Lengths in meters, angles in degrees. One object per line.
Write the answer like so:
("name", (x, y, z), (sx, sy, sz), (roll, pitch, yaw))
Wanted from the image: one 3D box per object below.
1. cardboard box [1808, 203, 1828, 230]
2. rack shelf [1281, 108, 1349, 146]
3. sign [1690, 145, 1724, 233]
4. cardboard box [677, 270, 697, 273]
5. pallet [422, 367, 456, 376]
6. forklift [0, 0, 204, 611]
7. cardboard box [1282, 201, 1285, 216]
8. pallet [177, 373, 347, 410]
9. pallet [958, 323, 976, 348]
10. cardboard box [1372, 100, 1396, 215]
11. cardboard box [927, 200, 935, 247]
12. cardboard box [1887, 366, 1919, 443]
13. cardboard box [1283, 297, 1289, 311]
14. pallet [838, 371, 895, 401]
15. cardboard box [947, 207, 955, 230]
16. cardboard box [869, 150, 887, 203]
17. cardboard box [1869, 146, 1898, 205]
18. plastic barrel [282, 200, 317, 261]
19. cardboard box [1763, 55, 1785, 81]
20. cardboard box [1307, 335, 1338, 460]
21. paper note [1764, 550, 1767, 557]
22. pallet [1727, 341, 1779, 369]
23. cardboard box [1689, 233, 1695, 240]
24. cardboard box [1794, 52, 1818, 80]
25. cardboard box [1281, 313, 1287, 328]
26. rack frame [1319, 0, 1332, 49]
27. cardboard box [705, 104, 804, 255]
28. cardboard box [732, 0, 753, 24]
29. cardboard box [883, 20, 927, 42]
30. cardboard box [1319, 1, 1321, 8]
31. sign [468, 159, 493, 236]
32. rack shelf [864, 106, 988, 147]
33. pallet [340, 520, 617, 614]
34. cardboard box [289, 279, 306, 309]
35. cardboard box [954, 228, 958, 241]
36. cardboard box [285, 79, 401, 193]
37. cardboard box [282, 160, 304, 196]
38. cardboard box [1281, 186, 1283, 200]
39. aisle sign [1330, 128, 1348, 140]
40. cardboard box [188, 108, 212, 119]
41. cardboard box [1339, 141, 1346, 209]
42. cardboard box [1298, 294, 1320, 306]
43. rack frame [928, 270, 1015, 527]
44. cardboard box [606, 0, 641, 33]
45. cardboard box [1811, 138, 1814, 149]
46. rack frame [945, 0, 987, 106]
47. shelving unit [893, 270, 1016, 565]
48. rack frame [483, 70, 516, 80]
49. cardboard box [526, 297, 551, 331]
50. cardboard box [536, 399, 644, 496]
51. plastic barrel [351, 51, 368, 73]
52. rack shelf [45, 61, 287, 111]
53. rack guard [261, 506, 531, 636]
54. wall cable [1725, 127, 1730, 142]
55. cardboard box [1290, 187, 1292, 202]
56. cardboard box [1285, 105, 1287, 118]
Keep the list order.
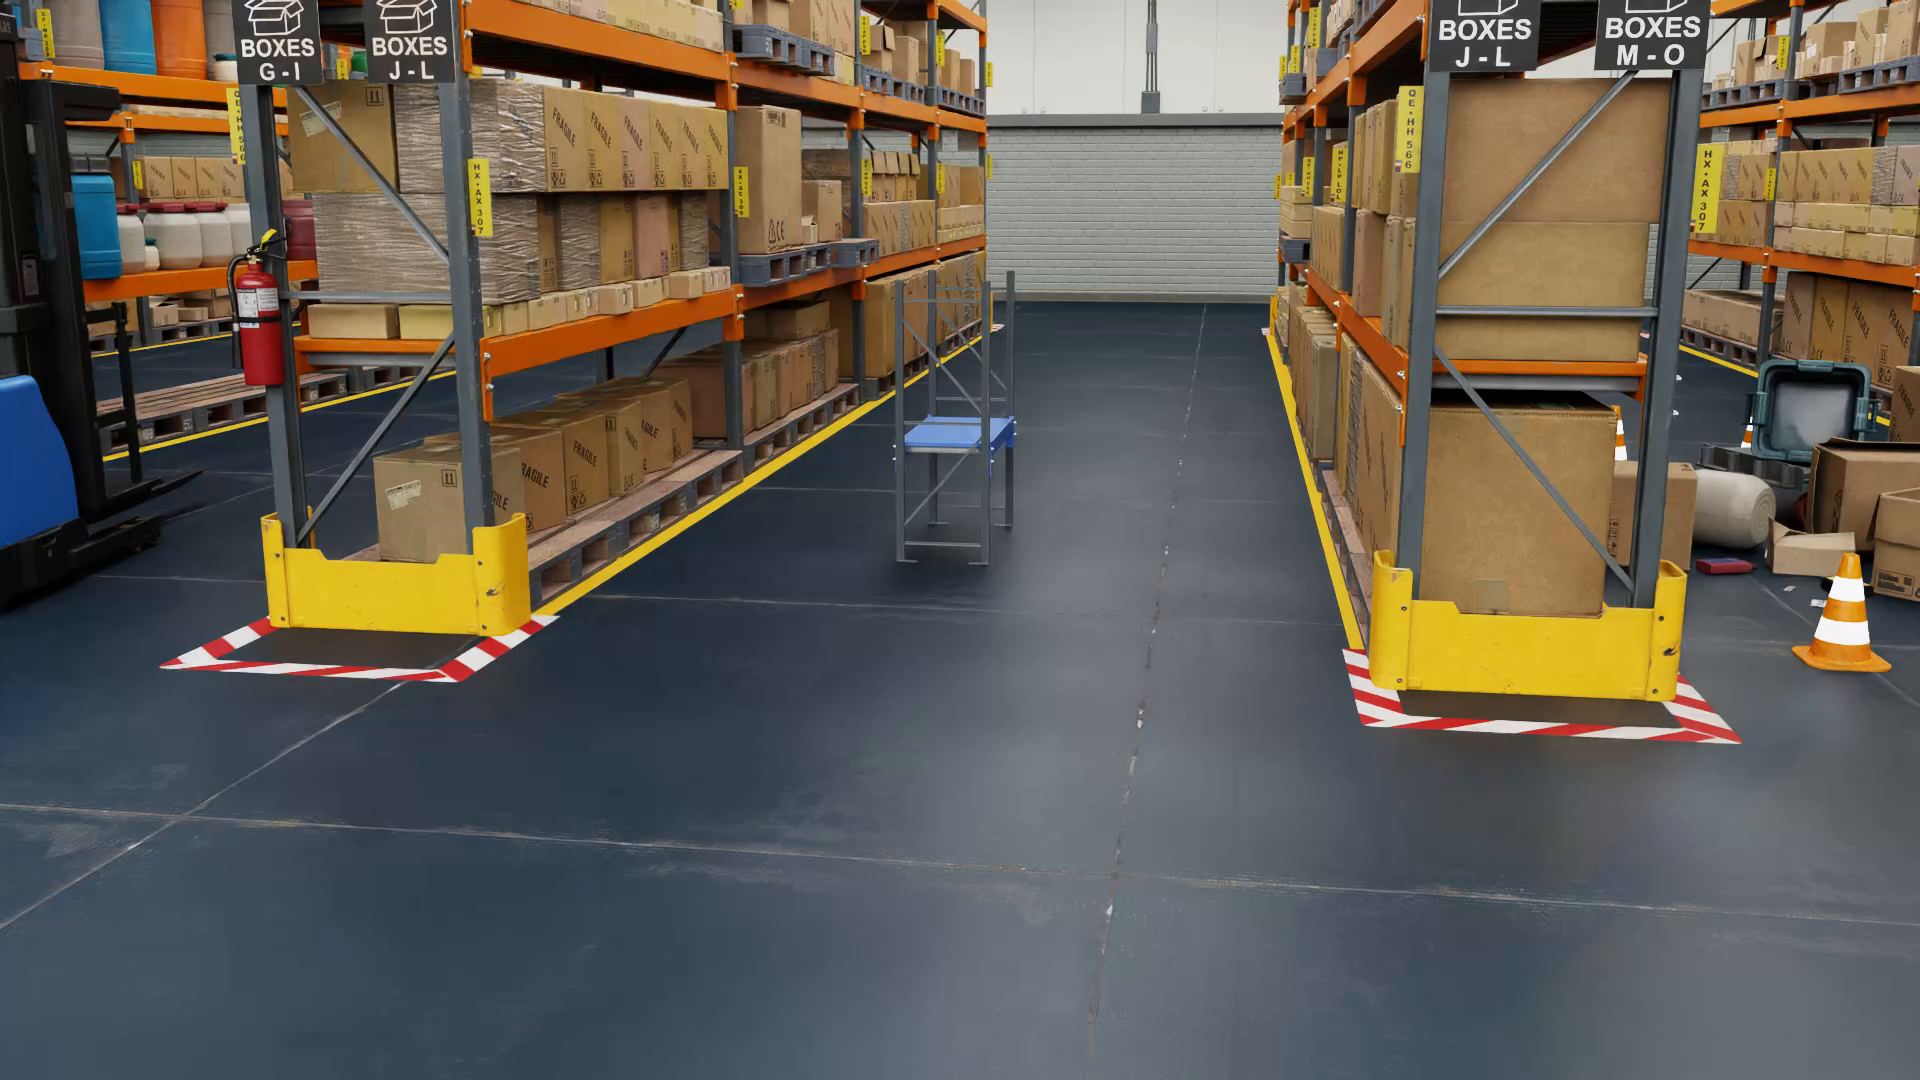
("cardboard box", (8.528, -3.122, 16.027), (0.500, 0.250, 0.500), (2, 12, 9))
("rack shelf", (4.432, -4.917, 19.776), (1.077, 0.370, 4.000), (2, 12, 9))
("sign", (2.826, -1.331, 6.305), (0.100, 0.325, 0.005), (2, 12, 9))
("cardboard box", (-1.880, -1.623, 10.502), (0.380, 0.149, 0.250), (2, 12, 9))
("pallet", (-6.000, -1.951, 18.045), (1.003, 0.211, 1.213), (2, 12, 9))
("forklift", (-5.069, -1.341, 8.760), (1.130, 2.935, 3.031), (0, 12, -2))
("cardboard box", (3.493, -3.385, 16.973), (0.380, 0.149, 0.250), (1, 12, 6))
("pallet", (-6.428, -1.372, 15.360), (1.003, 0.211, 1.213), (2, 12, 9))
("pallet", (-0.382, -2.615, 21.126), (1.003, 0.211, 1.213), (2, 12, 9))
("cardboard box", (2.541, -1.909, 8.313), (0.875, 0.550, 0.500), (2, 12, 9))
("cardboard box", (-0.563, -3.510, 18.424), (0.500, 0.500, 0.500), (2, 12, 9))
("cardboard box", (6.037, -0.781, 10.133), (0.500, 0.500, 0.500), (2, 12, 9))
("cardboard box", (4.021, -2.788, 19.669), (0.380, 0.149, 0.250), (1, 12, 6))
("pallet", (-1.180, -1.533, 16.108), (1.003, 0.211, 1.213), (2, 12, 9))
("cardboard box", (-0.349, -3.832, 19.806), (0.500, 0.250, 0.500), (2, 12, 8))
("cardboard box", (-1.145, -3.561, 16.281), (0.797, 0.503, 0.637), (2, 12, 10))
("cardboard box", (8.308, -3.175, 14.494), (0.500, 0.500, 0.500), (2, 12, 10))
("plastic barrel", (-6.042, -2.856, 15.301), (0.600, 0.536, 0.708), (2, 12, 9))
("cardboard box", (8.813, -5.045, 17.746), (0.396, 0.266, 0.258), (2, 12, 10))
("cardboard box", (2.901, -0.958, 11.163), (1.050, 0.750, 0.750), (2, 12, 8))
("paper note", (4.493, 0.077, 9.084), (0.172, 0.023, 0.155), (7, 14, 28))
("pallet", (9.225, -2.039, 18.454), (1.003, 0.211, 1.213), (2, 12, 9))
("cardboard box", (9.238, -3.931, 20.378), (0.500, 0.500, 0.500), (2, 12, 8))
("cardboard box", (8.608, -4.760, 16.661), (0.396, 0.266, 0.258), (2, 12, 8))
("cardboard box", (3.912, -2.532, 19.186), (0.380, 0.149, 0.250), (1, 12, 7))
("rack frame", (3.509, -5.486, 13.589), (1.000, 3.000, 0.127), (2, 12, 9))
("cardboard box", (-1.731, -2.562, 11.839), (1.000, 1.000, 1.000), (2, 12, 9))
("cardboard box", (-1.821, -3.719, 11.268), (0.797, 0.503, 0.637), (1, 12, 6))
("cardboard box", (-0.610, -5.899, 19.375), (0.500, 0.250, 0.500), (1, 12, 5))
("cardboard box", (3.379, -4.643, 14.741), (0.396, 0.266, 0.258), (2, 12, 9))
("sign", (-2.070, -1.475, 7.164), (0.100, 0.325, 0.005), (2, 12, 9))
("rack shelf", (-0.453, -5.099, 20.619), (1.077, 0.370, 4.000), (2, 12, 9))
("pallet", (-2.435, 0.110, 8.483), (1.003, 0.211, 1.213), (2, 12, 9))
("cardboard box", (-9.774, -3.594, 23.939), (0.500, 0.500, 0.500), (2, 12, 9))
("cardboard box", (-0.229, -3.713, 20.200), (0.380, 0.149, 0.250), (2, 12, 8))
("cardboard box", (-2.766, -1.875, 7.758), (0.500, 0.500, 0.500), (2, 12, 9))
("cardboard box", (-9.730, -5.158, 23.697), (0.500, 0.500, 0.500), (2, 12, 8))
("cardboard box", (3.609, -3.692, 17.693), (0.380, 0.149, 0.250), (3, 12, 12))
("aisle sign", (5.047, -5.495, 21.700), (0.394, 0.787, 0.004), (2, 12, 9))
("cardboard box", (-10.070, -5.584, 21.518), (0.500, 0.250, 0.500), (2, 12, 9))
("cardboard box", (3.277, -2.786, 12.688), (0.700, 0.500, 0.500), (2, 12, 8))
("cardboard box", (3.422, -2.159, 15.550), (0.500, 0.250, 0.500), (2, 12, 9))
("rack frame", (0.065, -0.821, 9.744), (0.500, 1.500, 0.032), (2, 12, 9))
("cardboard box", (-2.049, -2.874, 8.943), (0.500, 0.250, 0.500), (2, 12, 10))
("cardboard box", (8.912, -4.227, 17.837), (0.380, 0.149, 0.250), (2, 12, 10))
("rack frame", (-0.146, -7.333, 22.159), (1.000, 3.000, 0.127), (2, 12, 9))
("shelving unit", (-0.013, -0.715, 9.253), (0.538, 1.500, 1.048), (2, 12, 9))
("rack frame", (-5.655, -6.661, 19.040), (1.000, 3.000, 0.127), (2, 12, 9))
("cardboard box", (-2.217, -1.101, 8.080), (0.380, 0.149, 0.250), (2, 12, 9))
("cardboard box", (-2.191, -0.552, 9.873), (0.500, 0.500, 0.500), (1, 12, 4))
("plastic barrel", (-5.880, -4.704, 16.454), (0.294, 0.245, 0.294), (0, 12, 0))
("rack shelf", (-6.578, -3.594, 13.637), (1.077, 0.370, 4.000), (2, 12, 9))
("rack guard", (-2.595, 0.136, 7.673), (1.175, 0.500, 0.348), (2, 12, 9))
("wall cable", (11.894, -5.707, 26.443), (0.588, 1.984, 0.122), (2, 12, 9))
("cardboard box", (3.213, -3.150, 15.178), (0.380, 0.149, 0.250), (2, 12, 10))
("cardboard box", (4.418, -5.526, 21.253), (0.500, 0.250, 0.500), (2, 12, 11))
